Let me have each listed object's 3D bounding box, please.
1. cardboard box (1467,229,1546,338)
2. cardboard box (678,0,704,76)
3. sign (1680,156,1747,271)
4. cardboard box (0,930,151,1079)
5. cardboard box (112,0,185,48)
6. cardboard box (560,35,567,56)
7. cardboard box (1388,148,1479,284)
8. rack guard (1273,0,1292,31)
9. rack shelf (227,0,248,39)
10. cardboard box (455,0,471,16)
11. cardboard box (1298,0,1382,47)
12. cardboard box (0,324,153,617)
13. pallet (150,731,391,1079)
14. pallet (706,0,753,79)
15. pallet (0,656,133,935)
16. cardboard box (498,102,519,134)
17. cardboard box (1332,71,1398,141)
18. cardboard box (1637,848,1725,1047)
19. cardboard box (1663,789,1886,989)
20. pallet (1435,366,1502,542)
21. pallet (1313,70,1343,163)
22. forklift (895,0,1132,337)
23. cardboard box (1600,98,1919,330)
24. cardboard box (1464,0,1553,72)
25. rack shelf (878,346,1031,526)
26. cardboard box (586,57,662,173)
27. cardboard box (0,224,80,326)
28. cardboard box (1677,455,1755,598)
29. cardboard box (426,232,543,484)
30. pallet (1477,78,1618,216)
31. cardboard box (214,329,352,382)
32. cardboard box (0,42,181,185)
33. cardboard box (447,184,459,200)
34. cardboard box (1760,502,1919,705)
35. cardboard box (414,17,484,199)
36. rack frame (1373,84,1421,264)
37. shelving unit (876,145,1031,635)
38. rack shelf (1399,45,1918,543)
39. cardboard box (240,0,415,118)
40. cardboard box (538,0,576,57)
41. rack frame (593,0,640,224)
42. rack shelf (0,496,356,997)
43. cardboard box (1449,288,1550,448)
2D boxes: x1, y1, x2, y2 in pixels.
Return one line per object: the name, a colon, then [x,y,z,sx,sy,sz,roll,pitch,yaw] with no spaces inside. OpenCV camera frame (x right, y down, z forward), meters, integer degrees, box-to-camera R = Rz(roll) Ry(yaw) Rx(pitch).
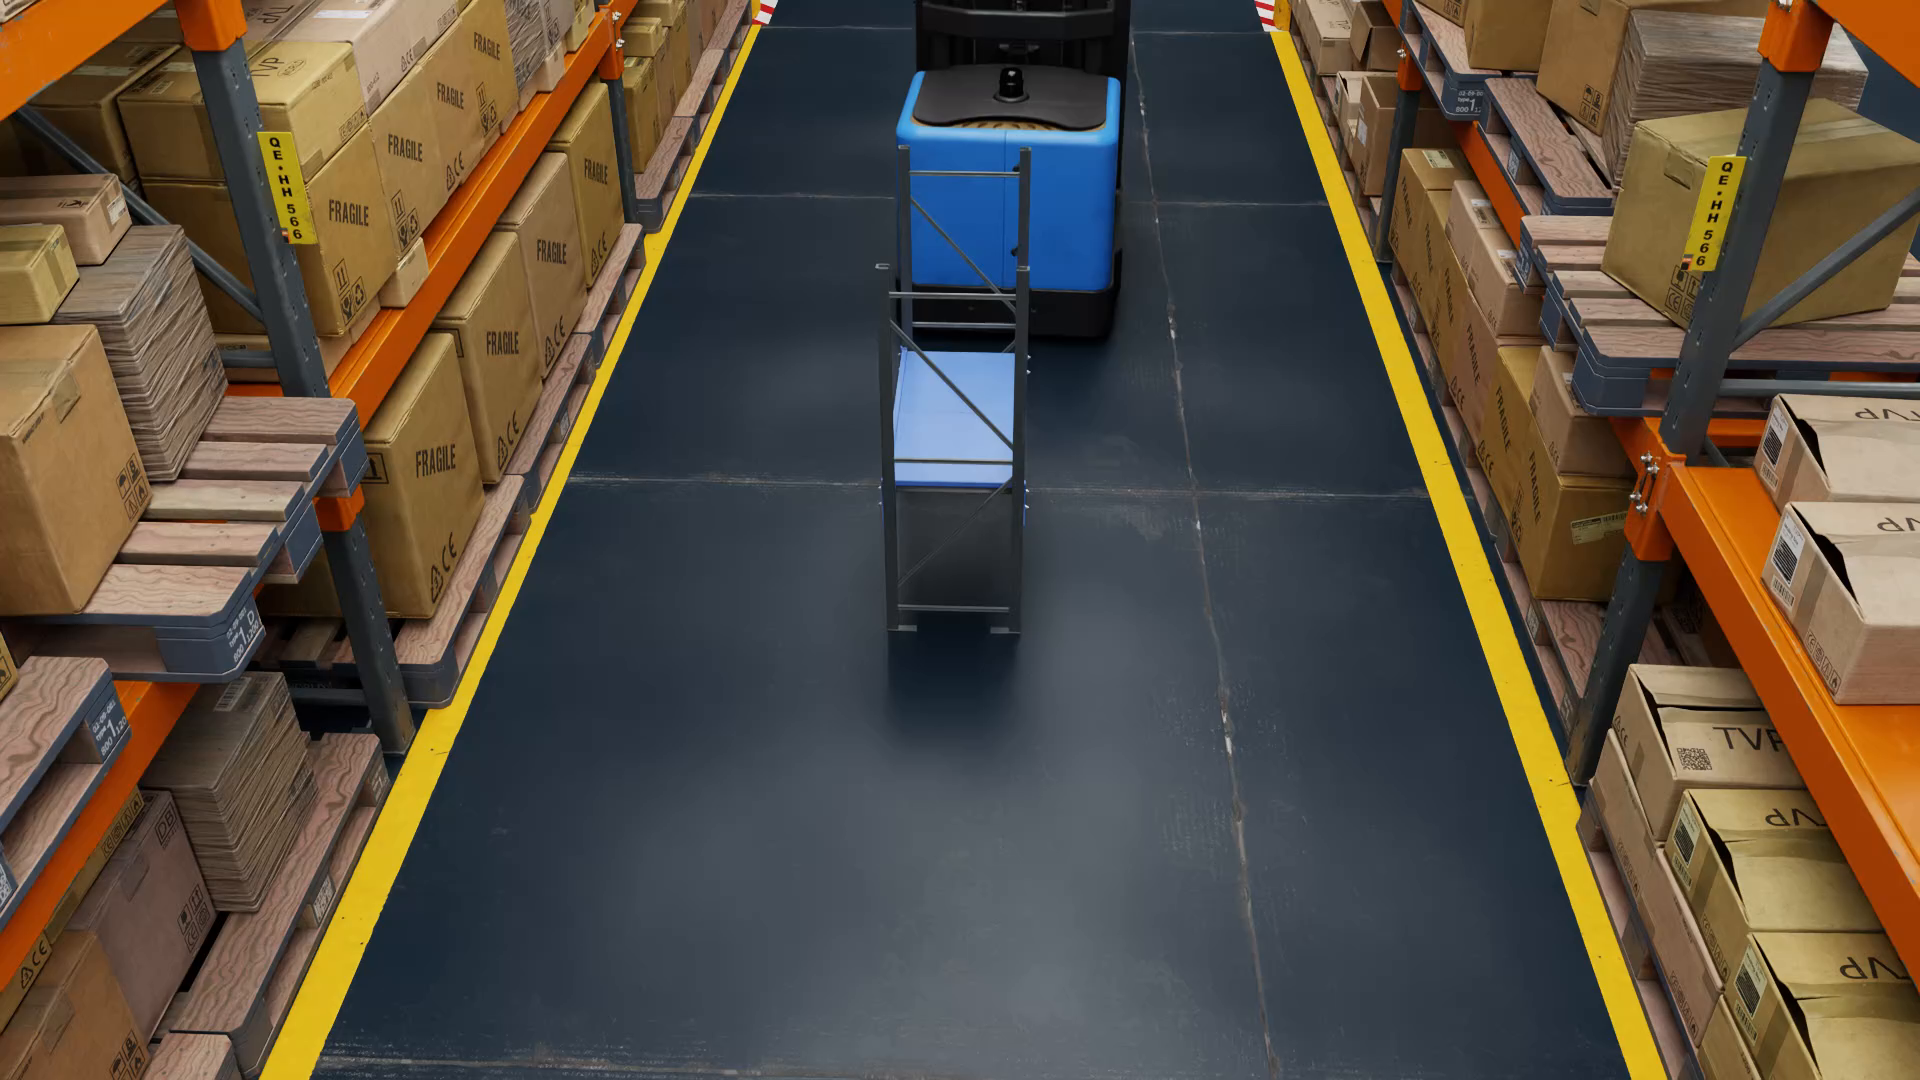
cardboard box: [2.392,-1.046,6.769,0.500,0.250,0.500,1,35,1]
cardboard box: [-2.042,-3.296,10.640,0.700,0.500,0.500,0,35,0]
sign: [2.011,-0.868,4.438,0.100,0.325,0.005,1,35,2]
cardboard box: [-2.501,1.305,4.075,0.700,0.500,0.500,1,35,2]
cardboard box: [-2.612,-1.573,5.364,0.500,0.250,0.500,0,35,0]
cardboard box: [-2.008,-2.241,7.531,0.380,0.149,0.250,2,35,3]
cardboard box: [2.452,-1.602,8.213,0.500,0.500,0.500,0,35,0]
rack guard: [2.872,-3.949,11.934,1.175,0.500,0.348,1,35,2]
rack shelf: [-2.315,-2.613,5.877,1.077,0.370,4.000,1,35,2]
cardboard box: [-2.069,-2.154,6.190,0.500,0.250,0.500,1,35,1]
cardboard box: [2.550,-3.477,11.098,0.500,0.250,0.500,1,35,2]
cardboard box: [-2.400,-0.160,3.900,0.700,0.500,0.500,-2,35,-3]
pallet: [-2.429,1.058,5.061,1.003,0.211,1.213,1,35,2]
pallet: [-2.028,-3.526,11.583,1.003,0.211,1.213,1,35,2]
pallet: [-2.434,0.685,3.333,1.003,0.211,1.213,1,35,2]
cardboard box: [-2.061,-1.805,6.911,0.380,0.149,0.250,0,35,1]
cardboard box: [2.484,-2.562,9.743,0.500,0.311,0.500,1,35,2]
cardboard box: [2.220,1.117,4.578,0.500,0.250,0.500,0,35,1]
cardboard box: [2.227,0.901,4.398,0.500,0.311,0.500,1,35,1]
pallet: [2.674,-0.406,7.144,1.003,0.211,1.213,1,35,2]
pallet: [2.789,-2.674,10.371,1.003,0.211,1.213,1,35,2]
forklift: [0.341,-3.008,8.481,1.130,2.935,3.031,3,35,4]
cardboard box: [2.467,-0.996,5.107,0.700,0.500,0.500,-10,36,-14]
cardboard box: [2.508,-2.267,6.914,0.700,0.500,0.500,7,36,9]
rack shelf: [-0.003,-0.417,6.352,0.538,0.185,1.000,1,35,2]
cardboard box: [-2.103,-2.406,9.374,0.700,0.500,0.500,2,35,2]
cardboard box: [-2.378,-0.634,4.009,0.380,0.149,0.250,-4,35,-6]
cardboard box: [2.873,-0.132,6.121,0.500,0.500,0.500,0,35,0]
cardboard box: [-2.194,-0.746,6.708,0.750,0.750,0.750,1,35,2]
pallet: [2.628,-1.458,6.383,1.003,0.211,1.213,1,35,2]
cardboard box: [-2.151,-0.621,5.226,0.380,0.149,0.250,1,35,1]
cardboard box: [-2.637,-1.276,4.941,0.500,0.250,0.500,2,35,3]
cardboard box: [-2.127,-1.361,6.278,0.380,0.149,0.250,2,35,3]
cardboard box: [2.325,0.127,4.039,0.500,0.311,0.500,1,35,1]
cardboard box: [-2.069,-1.561,6.000,0.500,0.500,0.500,1,35,2]
rack frame: [2.715,-2.717,8.008,1.000,3.000,0.127,1,35,2]
shelving unit: [-0.003,-0.565,6.249,0.538,1.500,1.048,1,35,2]
rack shelf: [2.634,-1.274,6.580,1.077,0.370,4.000,1,35,2]
cardboard box: [-2.099,-1.573,5.364,0.500,0.250,0.500,1,35,1]
cardboard box: [-2.012,-2.436,7.244,0.500,0.500,0.500,2,35,2]
rack frame: [-2.235,-2.830,8.168,1.000,3.000,0.127,1,35,2]
rack shelf: [-2.476,0.912,3.469,1.077,0.370,4.000,1,35,2]
cardboard box: [2.393,-0.718,6.955,0.500,0.500,0.500,0,35,0]
